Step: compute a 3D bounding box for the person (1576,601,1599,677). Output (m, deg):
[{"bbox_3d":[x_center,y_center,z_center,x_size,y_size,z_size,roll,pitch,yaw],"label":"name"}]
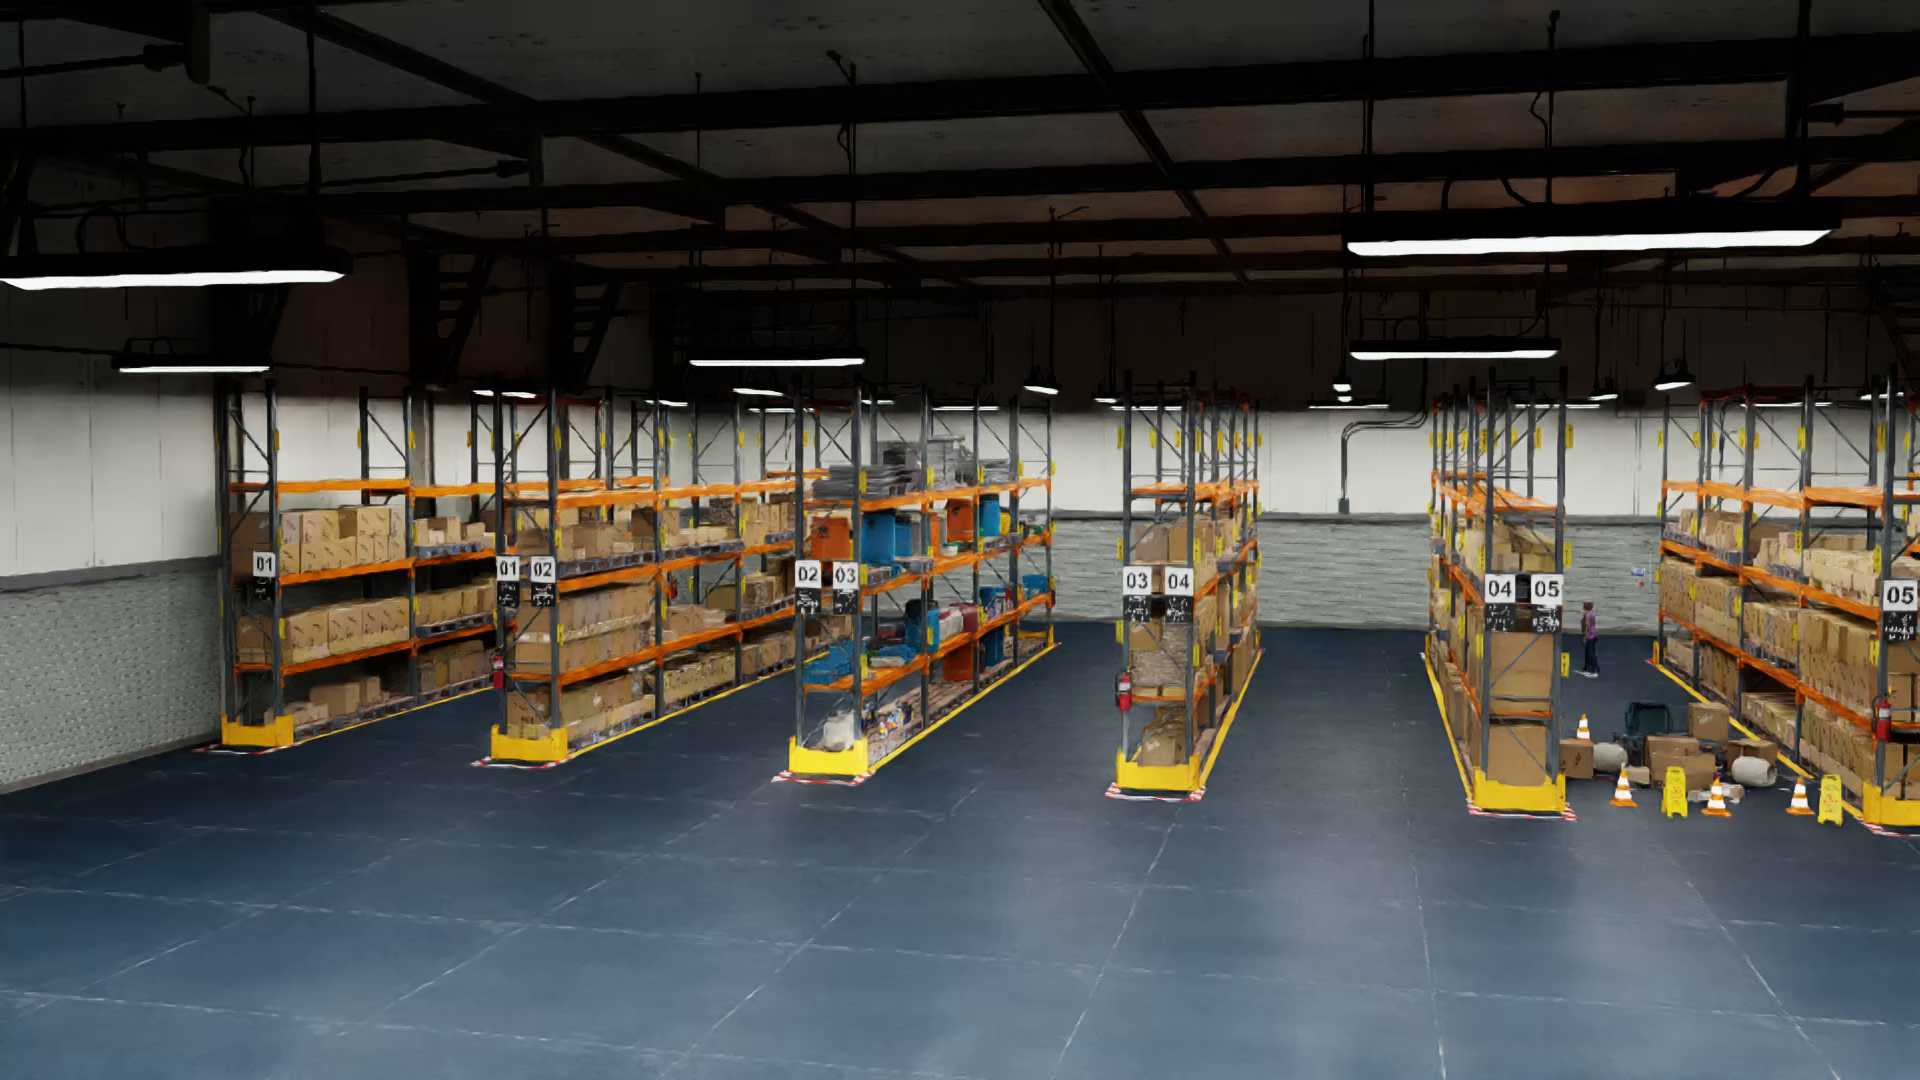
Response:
[{"bbox_3d":[13.313,2.077,35.243,0.509,1.594,0.515,2,4,33],"label":"person"}]
